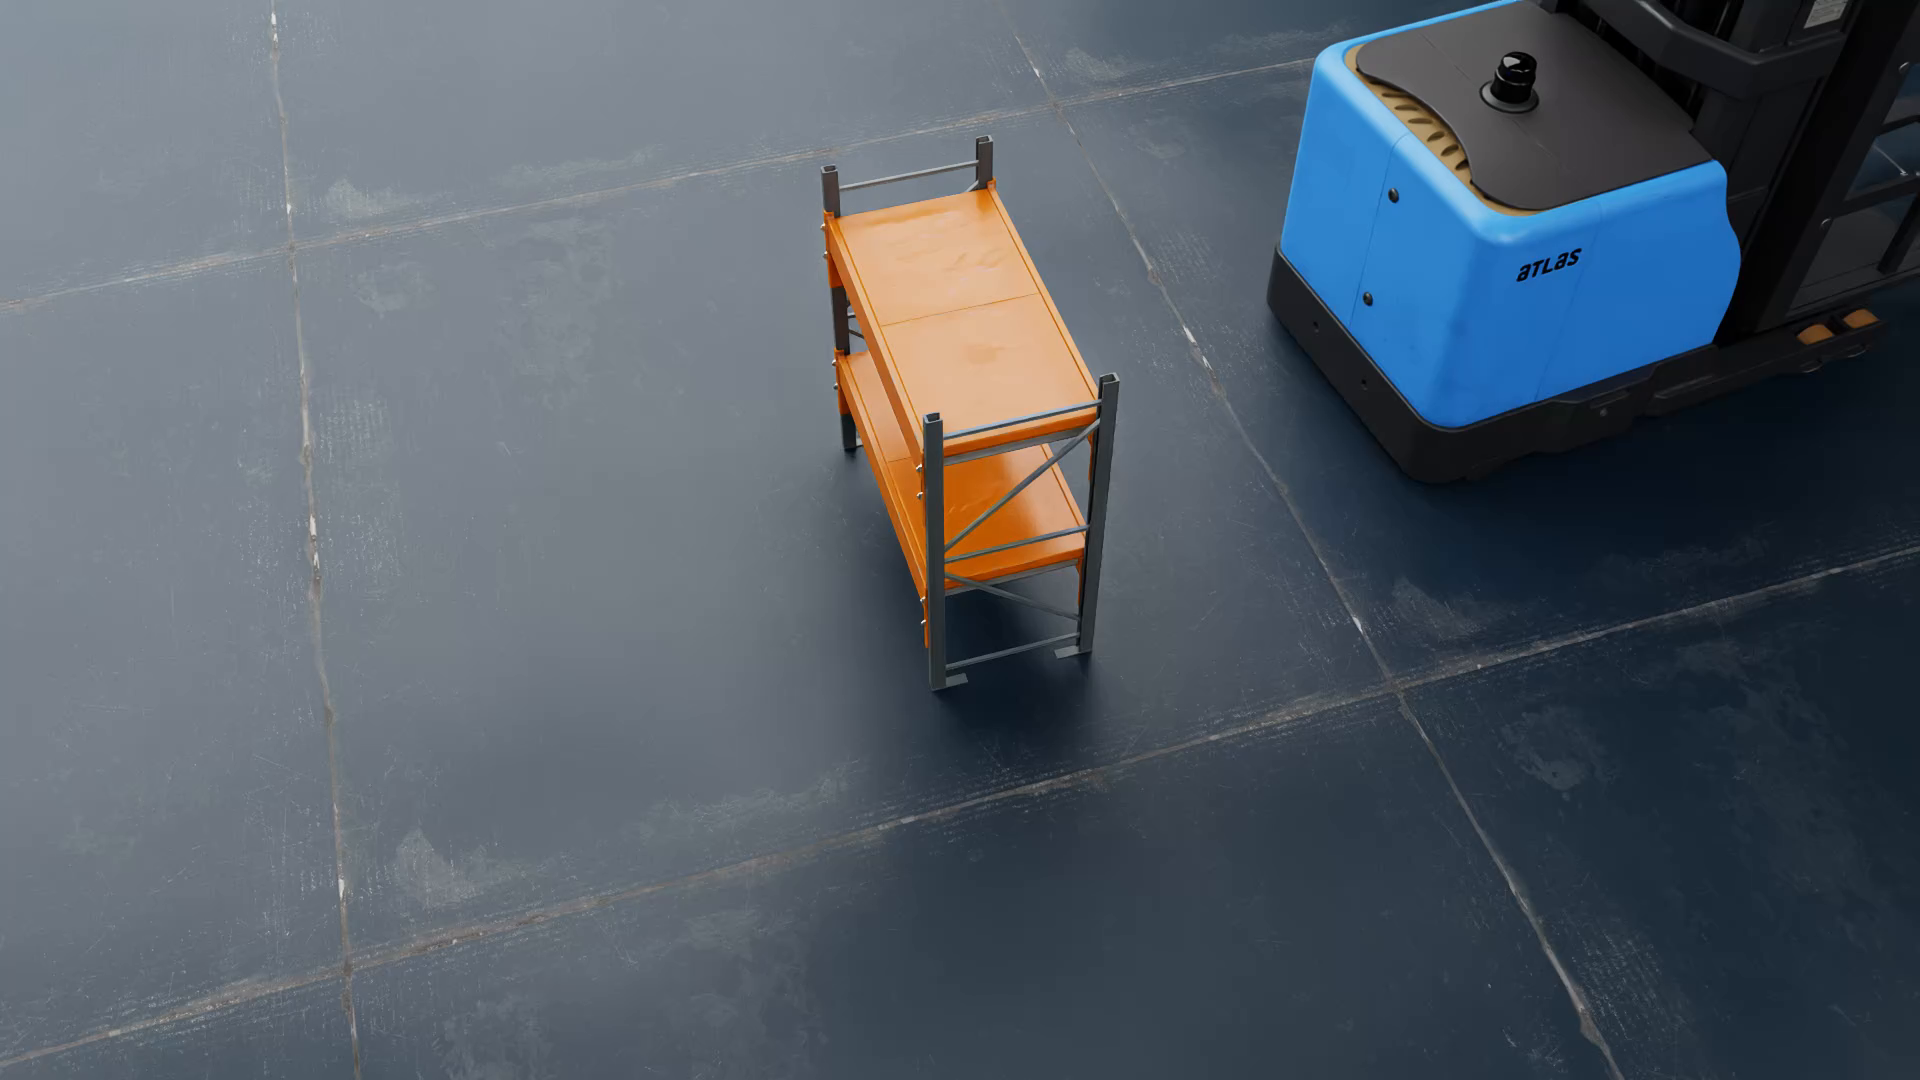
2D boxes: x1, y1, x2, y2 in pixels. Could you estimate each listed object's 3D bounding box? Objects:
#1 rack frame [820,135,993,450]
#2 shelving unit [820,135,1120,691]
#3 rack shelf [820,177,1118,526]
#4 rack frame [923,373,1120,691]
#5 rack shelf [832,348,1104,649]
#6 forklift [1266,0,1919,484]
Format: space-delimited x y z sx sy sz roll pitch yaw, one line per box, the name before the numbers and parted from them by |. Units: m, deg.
rack frame | -0.148 -0.729 5.129 0.500 1.125 0.032 -13 51 -11
shelving unit | 0.002 -0.358 4.816 0.538 1.125 1.048 -13 51 -11
rack shelf | 0.002 -0.546 4.592 0.538 0.278 1.000 -13 51 -11
rack frame | 0.152 0.014 4.503 0.500 1.125 0.032 -13 51 -11
rack shelf | 0.002 -0.200 5.003 0.538 0.278 1.000 -13 51 -11
forklift | 2.646 -1.877 4.916 3.031 2.935 1.130 -18 52 -15
